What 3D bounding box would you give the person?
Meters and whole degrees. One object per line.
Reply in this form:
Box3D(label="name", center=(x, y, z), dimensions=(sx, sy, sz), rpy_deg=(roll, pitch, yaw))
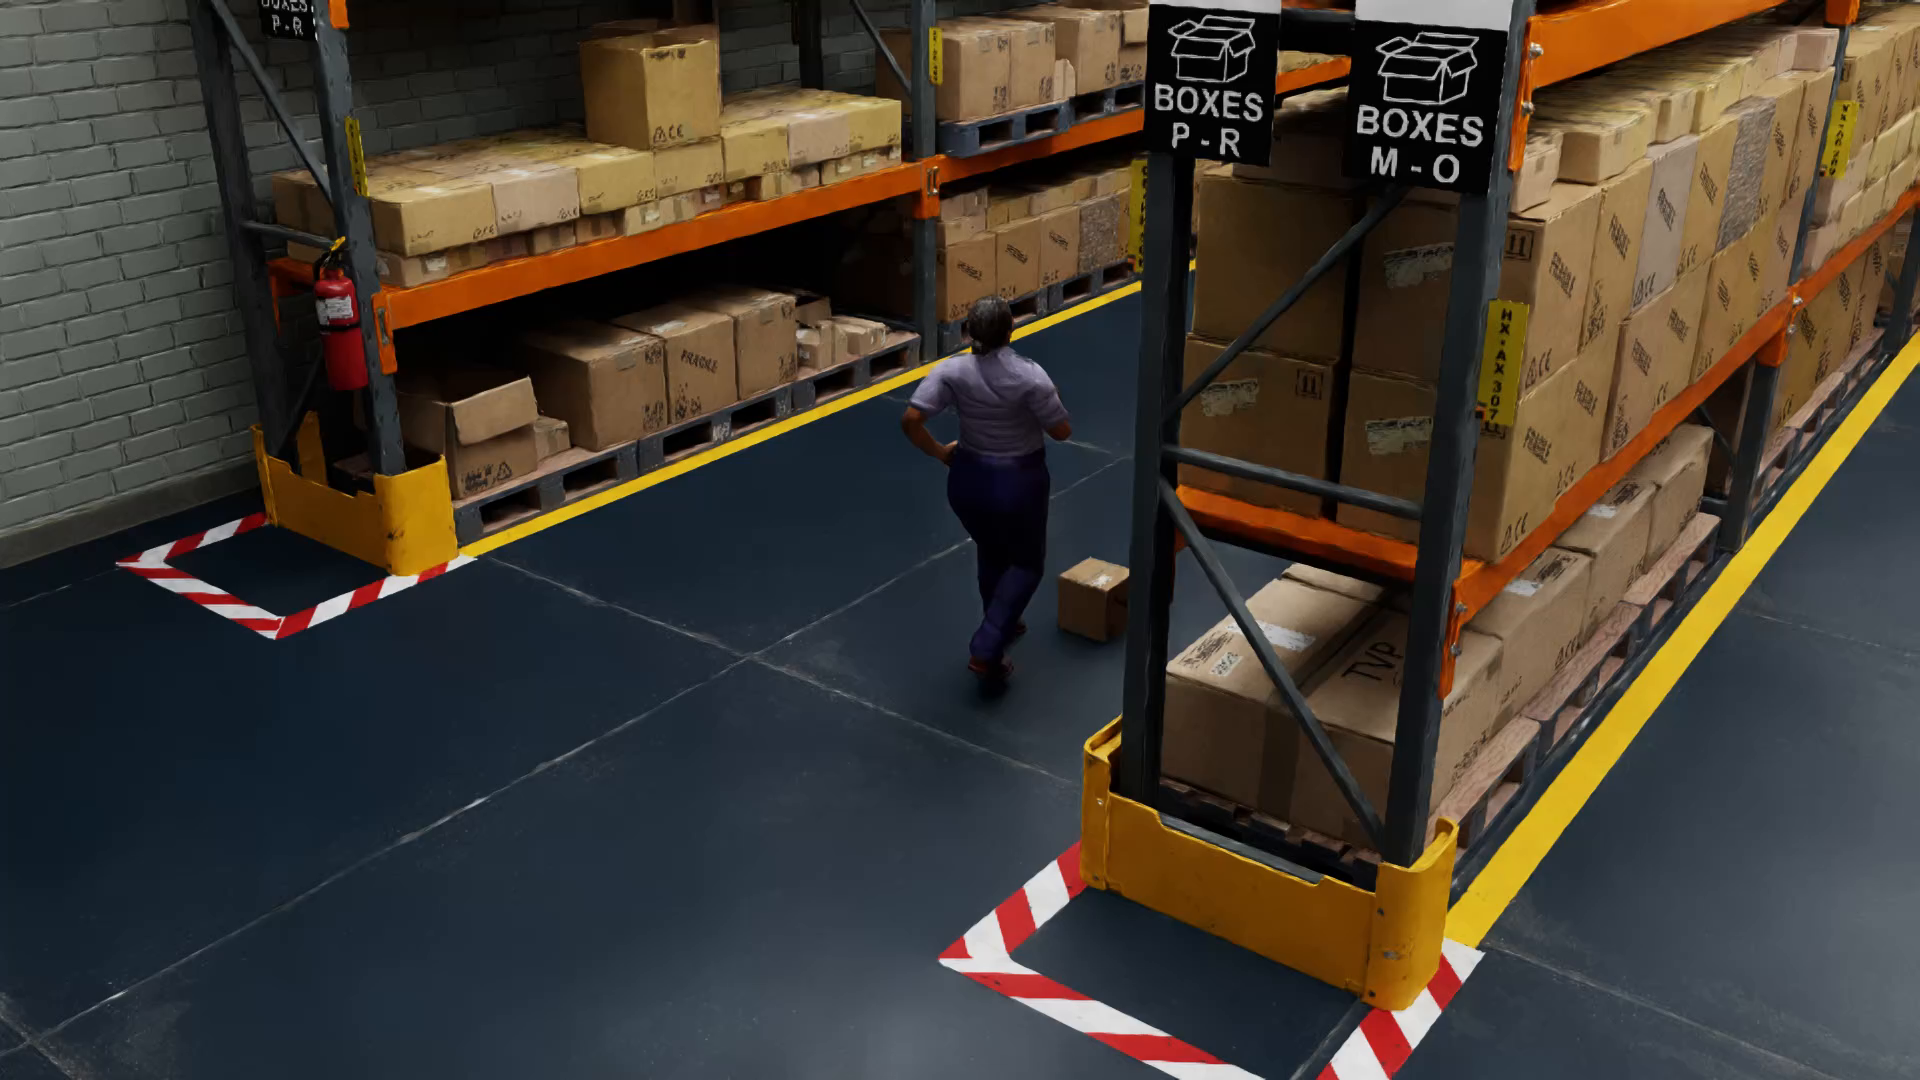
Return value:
Box3D(label="person", center=(0.195, -0.214, 6.627), dimensions=(0.579, 1.638, 0.785), rpy_deg=(12, 26, 25))
